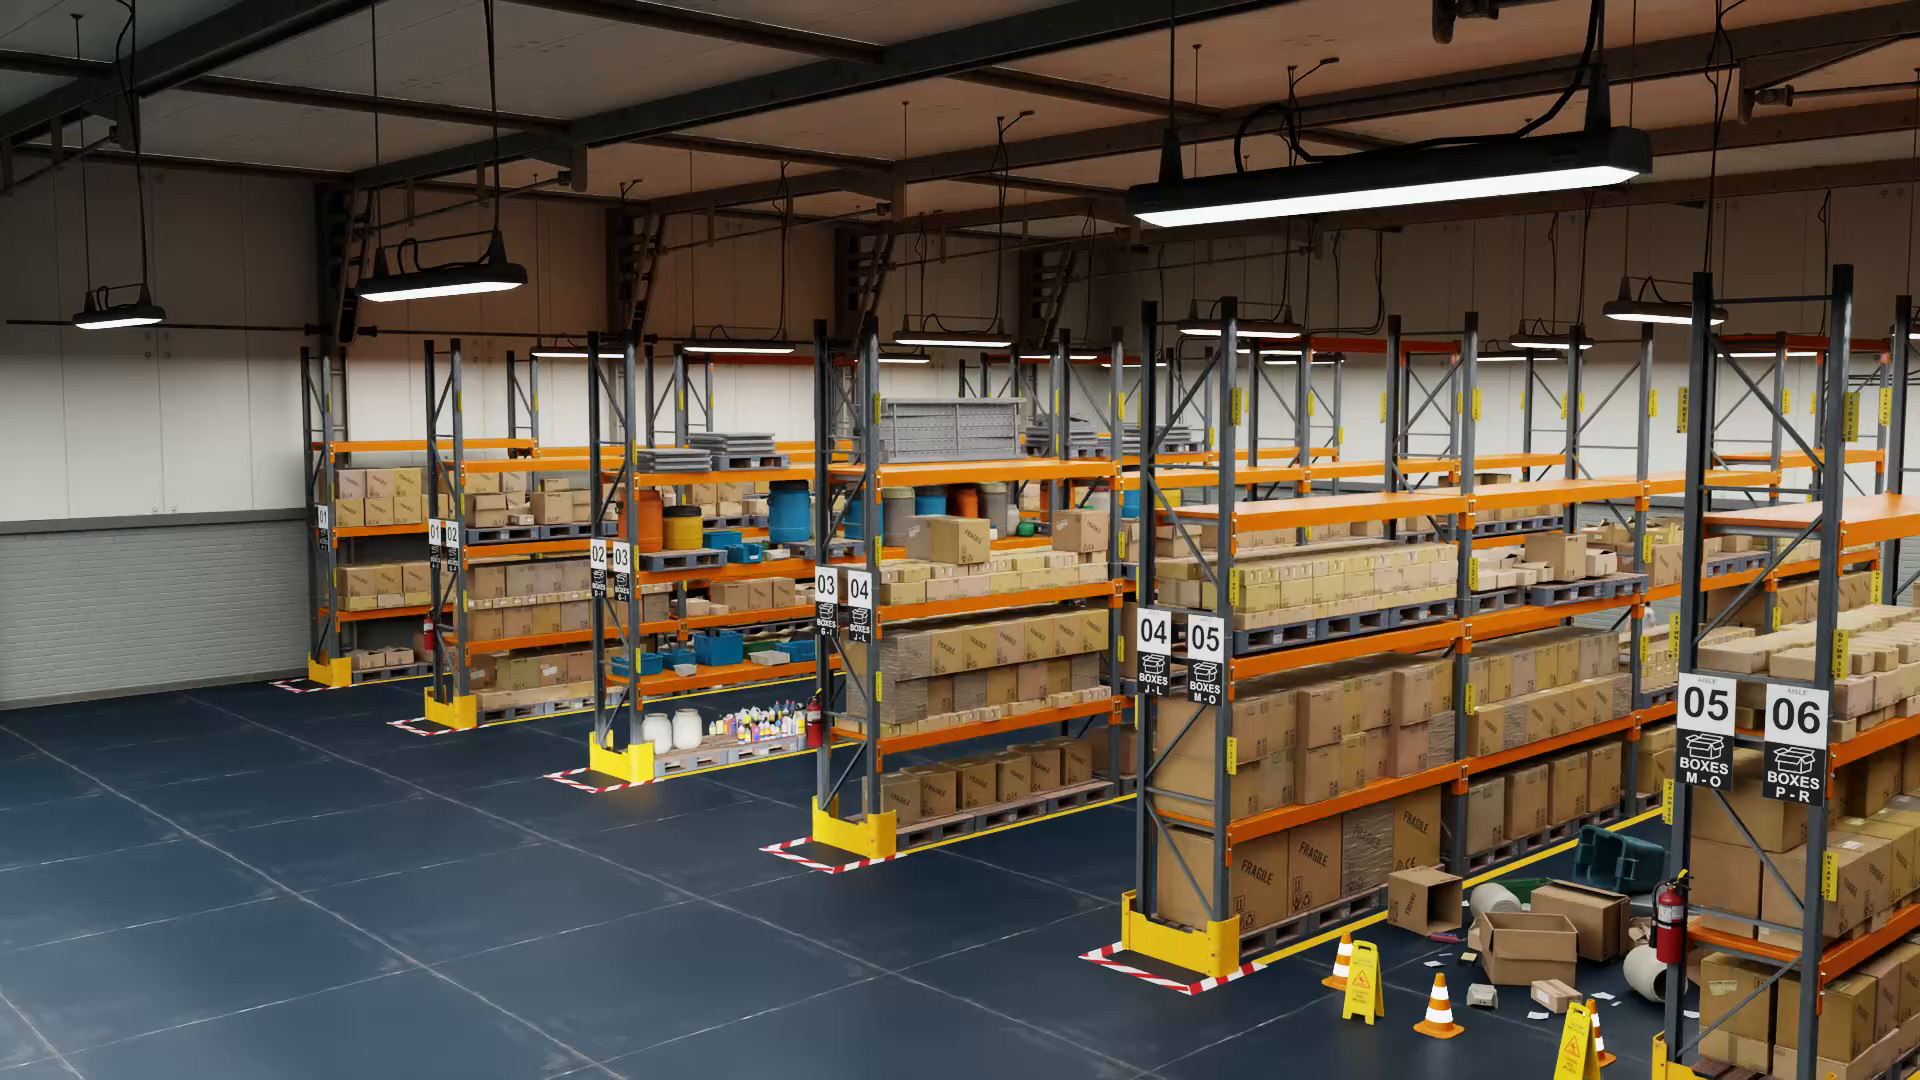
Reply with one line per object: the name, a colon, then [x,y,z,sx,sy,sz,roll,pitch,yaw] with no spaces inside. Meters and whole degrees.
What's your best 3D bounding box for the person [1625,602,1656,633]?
person: [12.133,1.745,29.674,0.533,1.625,1.010,2,6,25]
